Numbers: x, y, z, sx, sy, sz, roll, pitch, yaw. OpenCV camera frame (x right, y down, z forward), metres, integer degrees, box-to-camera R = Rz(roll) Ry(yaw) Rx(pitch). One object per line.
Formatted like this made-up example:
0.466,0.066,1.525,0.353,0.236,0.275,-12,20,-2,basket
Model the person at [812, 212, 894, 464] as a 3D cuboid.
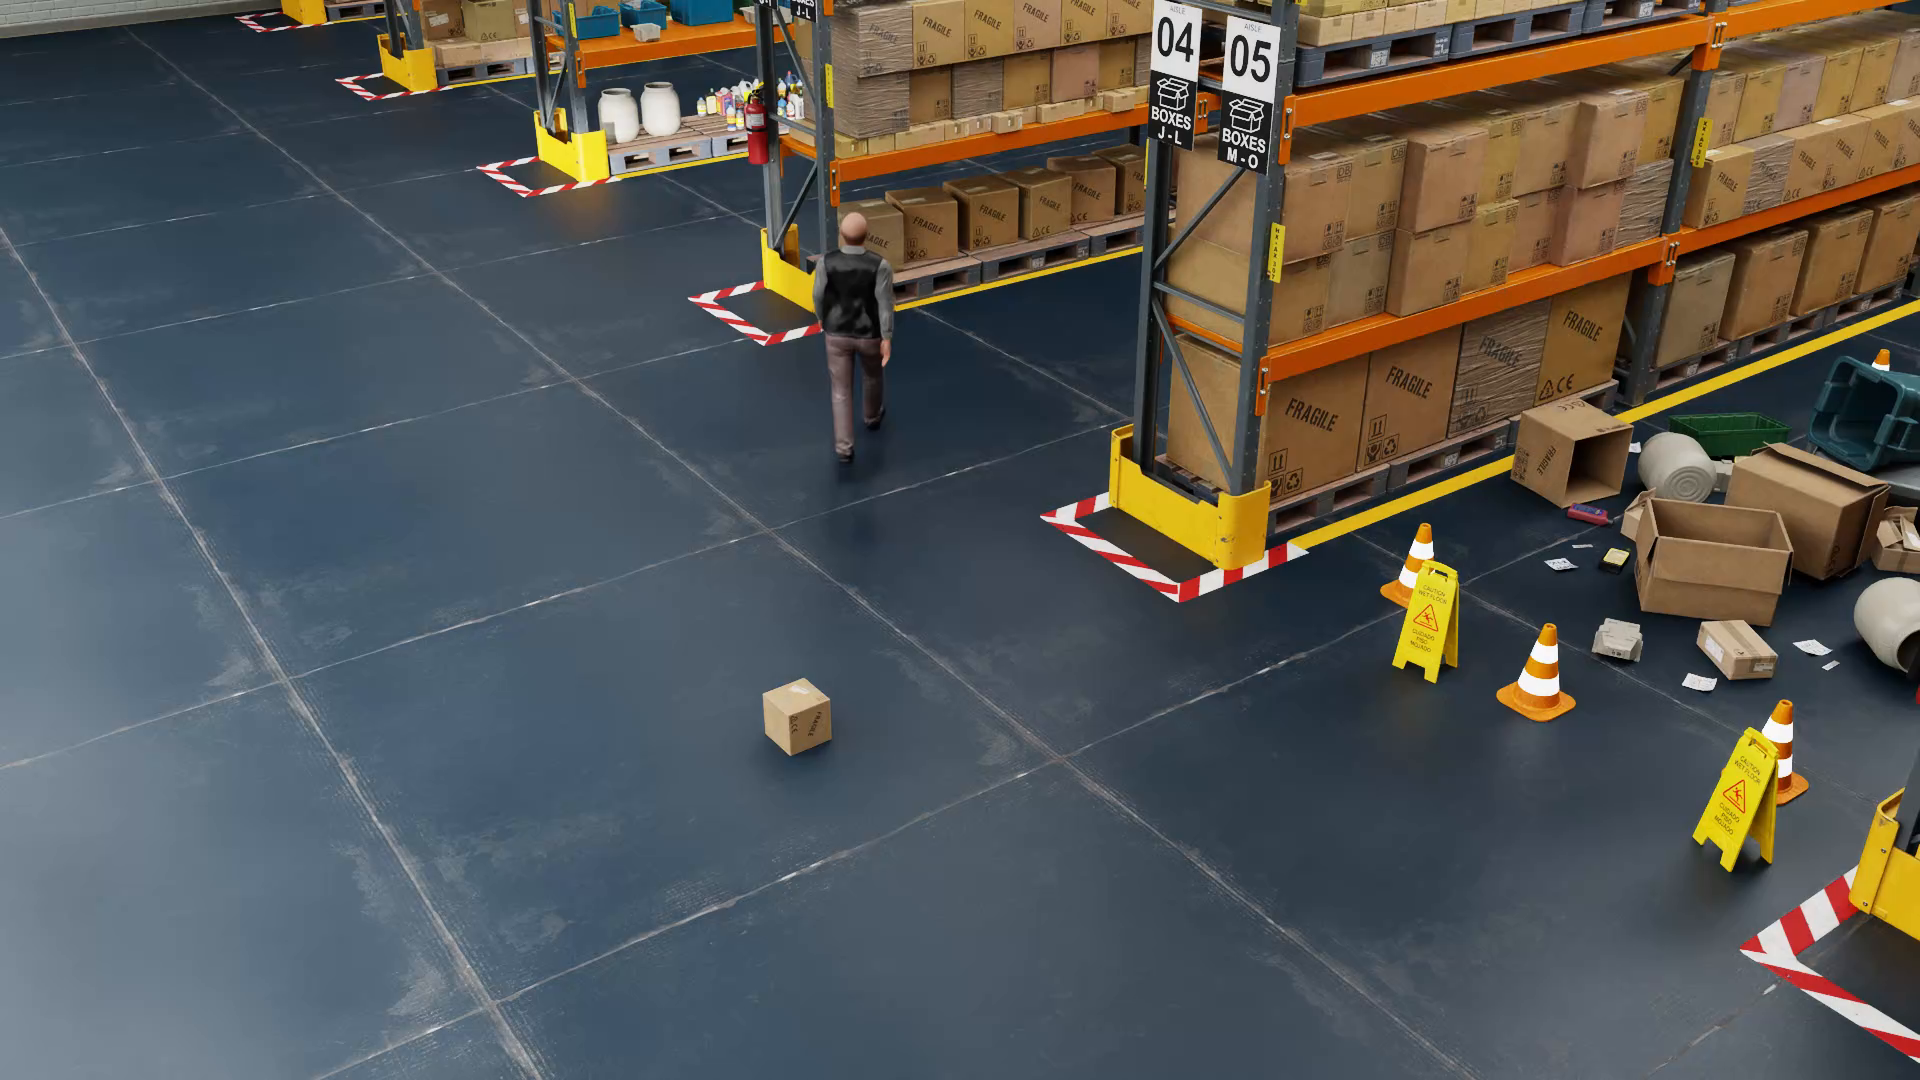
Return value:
-0.717,-1.410,11.262,0.549,1.679,1.038,-1,28,-2,person
